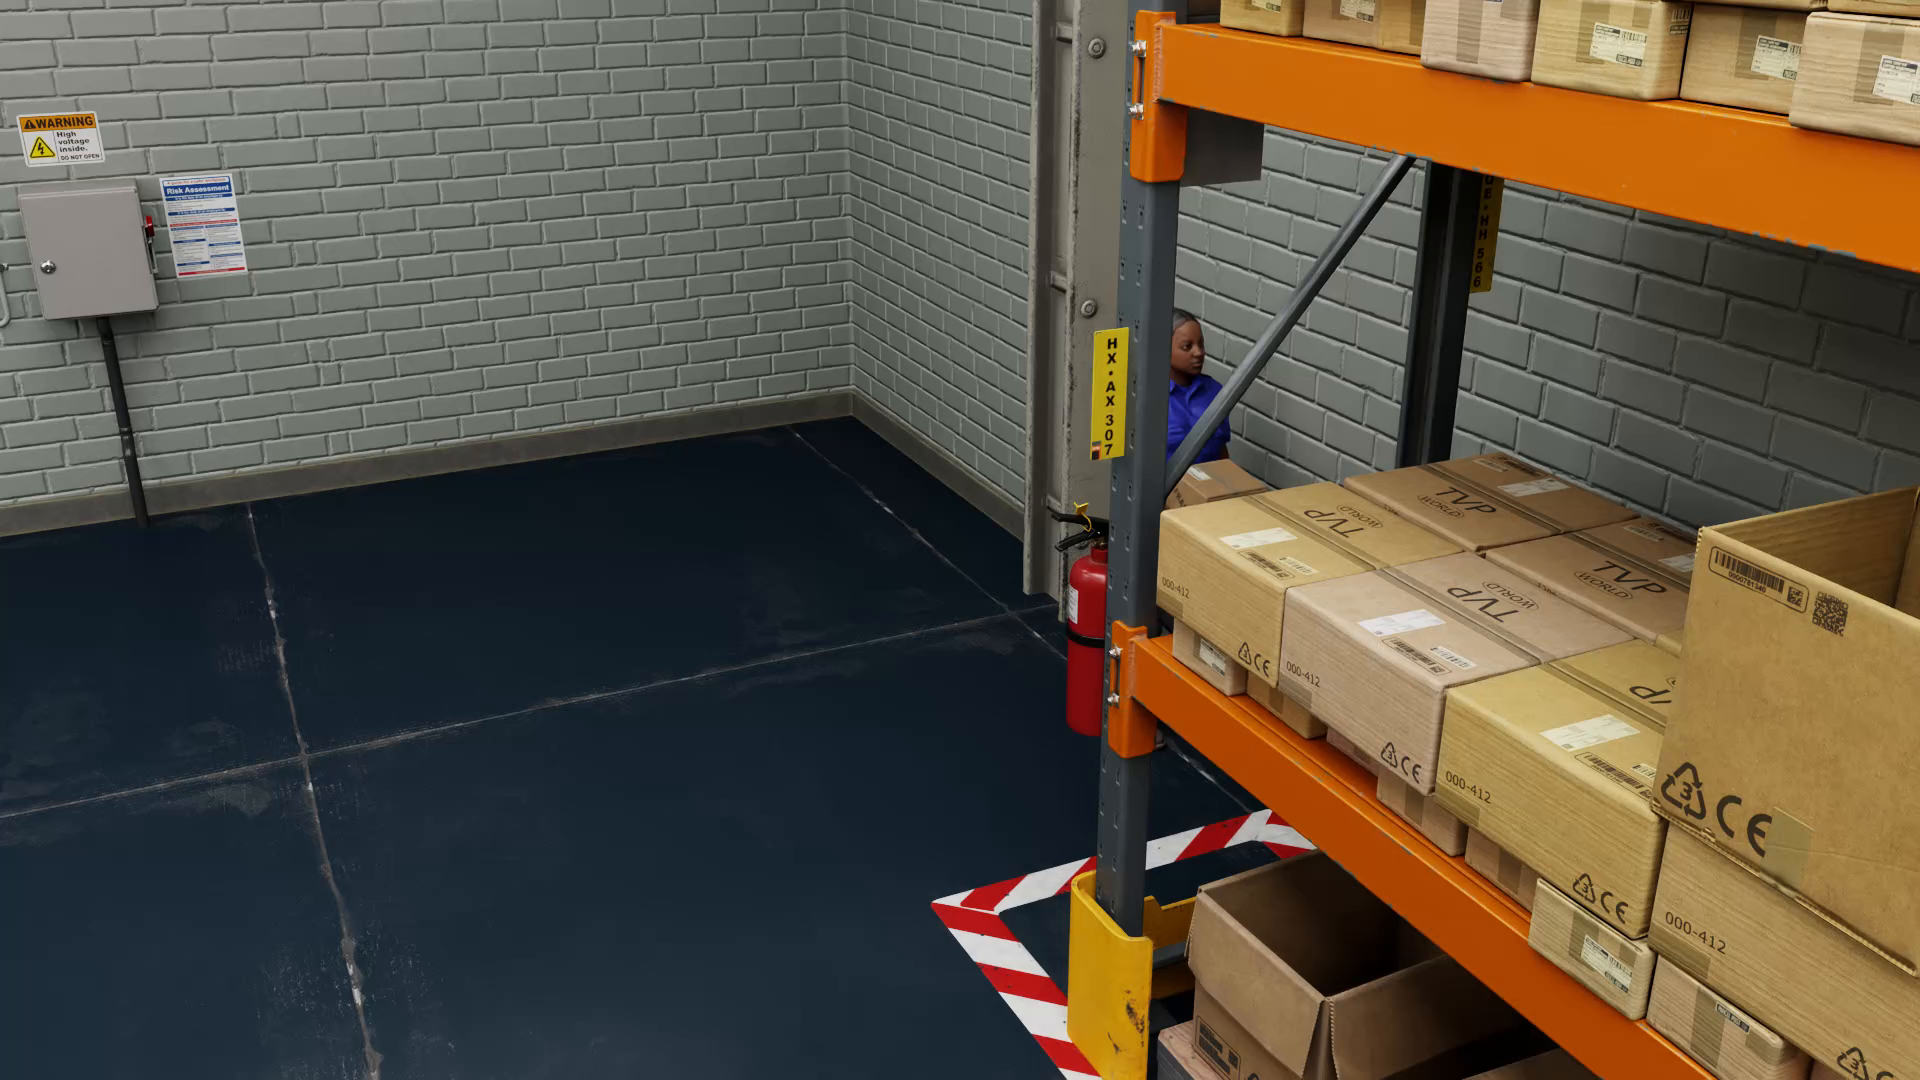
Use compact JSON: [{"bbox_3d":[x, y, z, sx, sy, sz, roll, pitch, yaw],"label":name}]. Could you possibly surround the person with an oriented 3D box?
[{"bbox_3d":[0.826,-0.011,6.138,0.450,1.647,0.517,-10,24,-23],"label":"person"}]
